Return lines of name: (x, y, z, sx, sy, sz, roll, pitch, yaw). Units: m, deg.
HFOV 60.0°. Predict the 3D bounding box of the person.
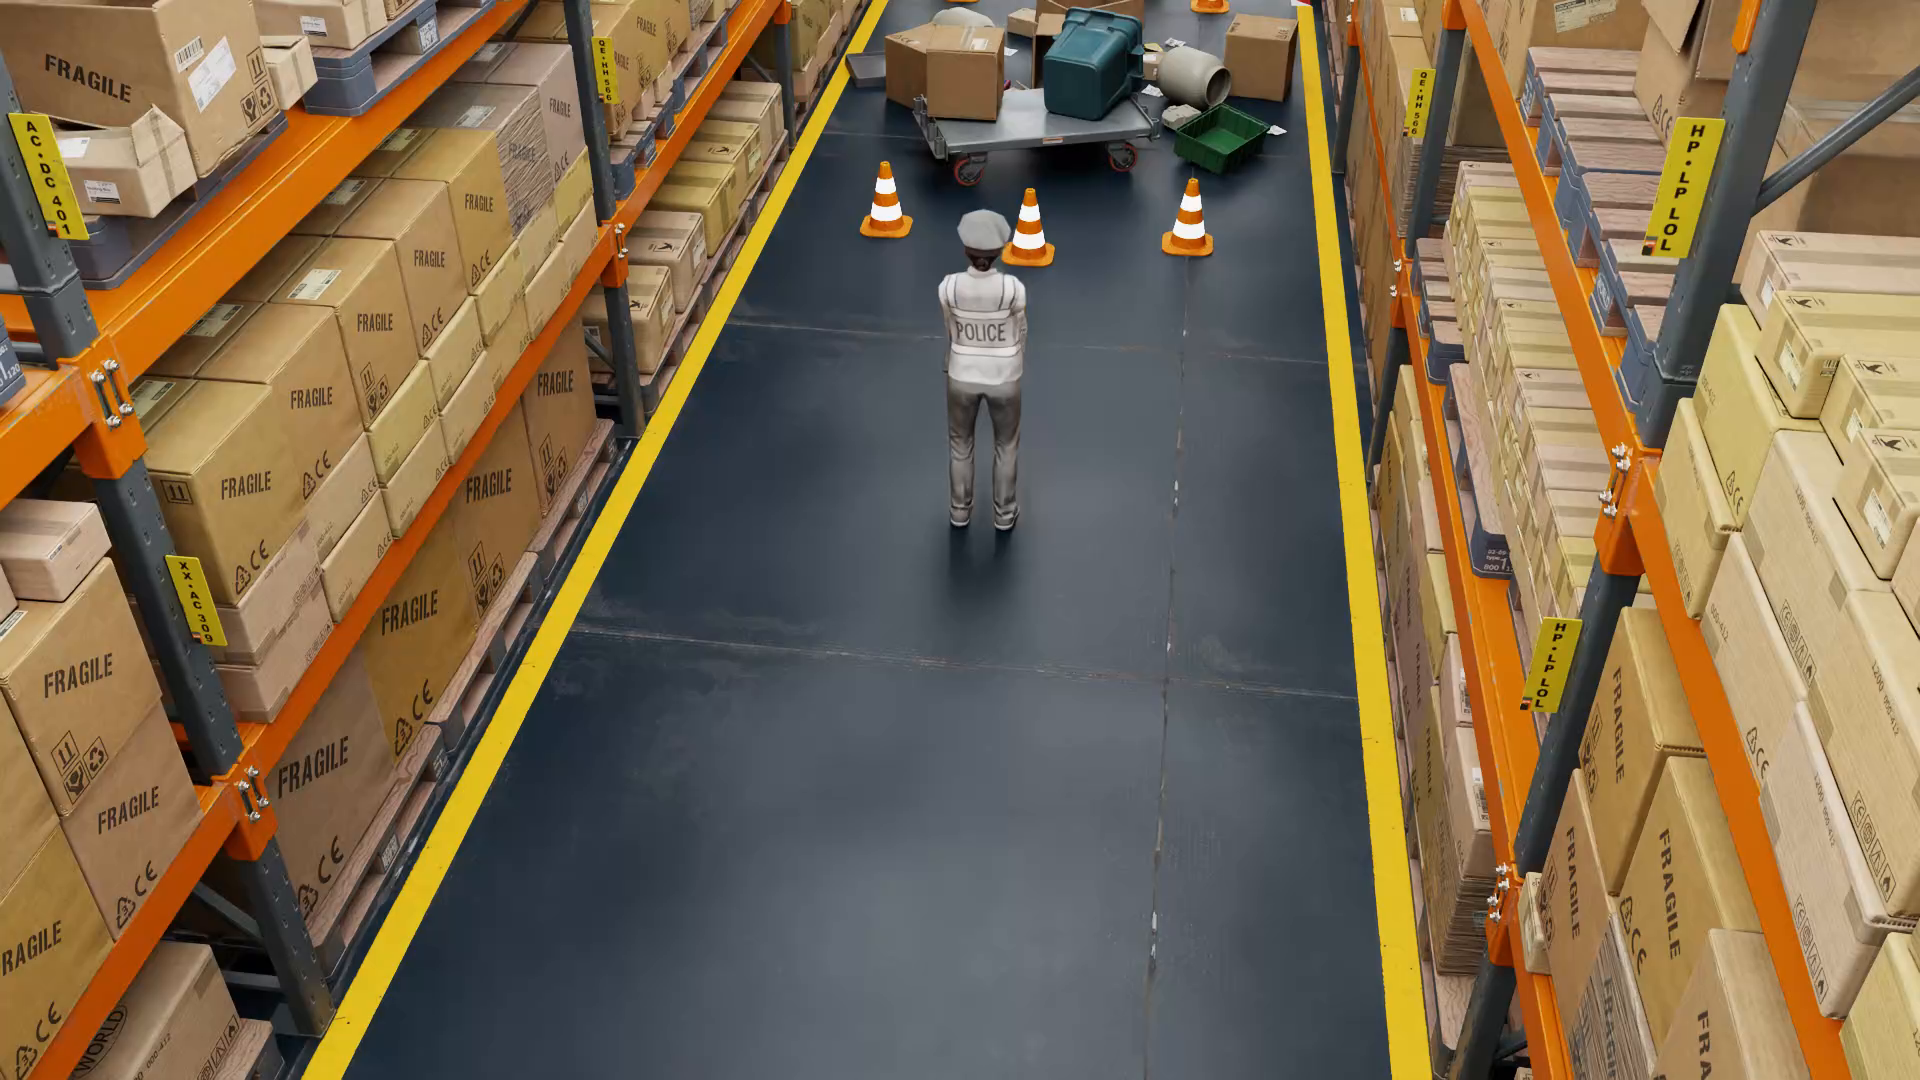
person: (0.116, -0.841, 8.171, 0.416, 1.684, 0.530, 4, 37, 5)
